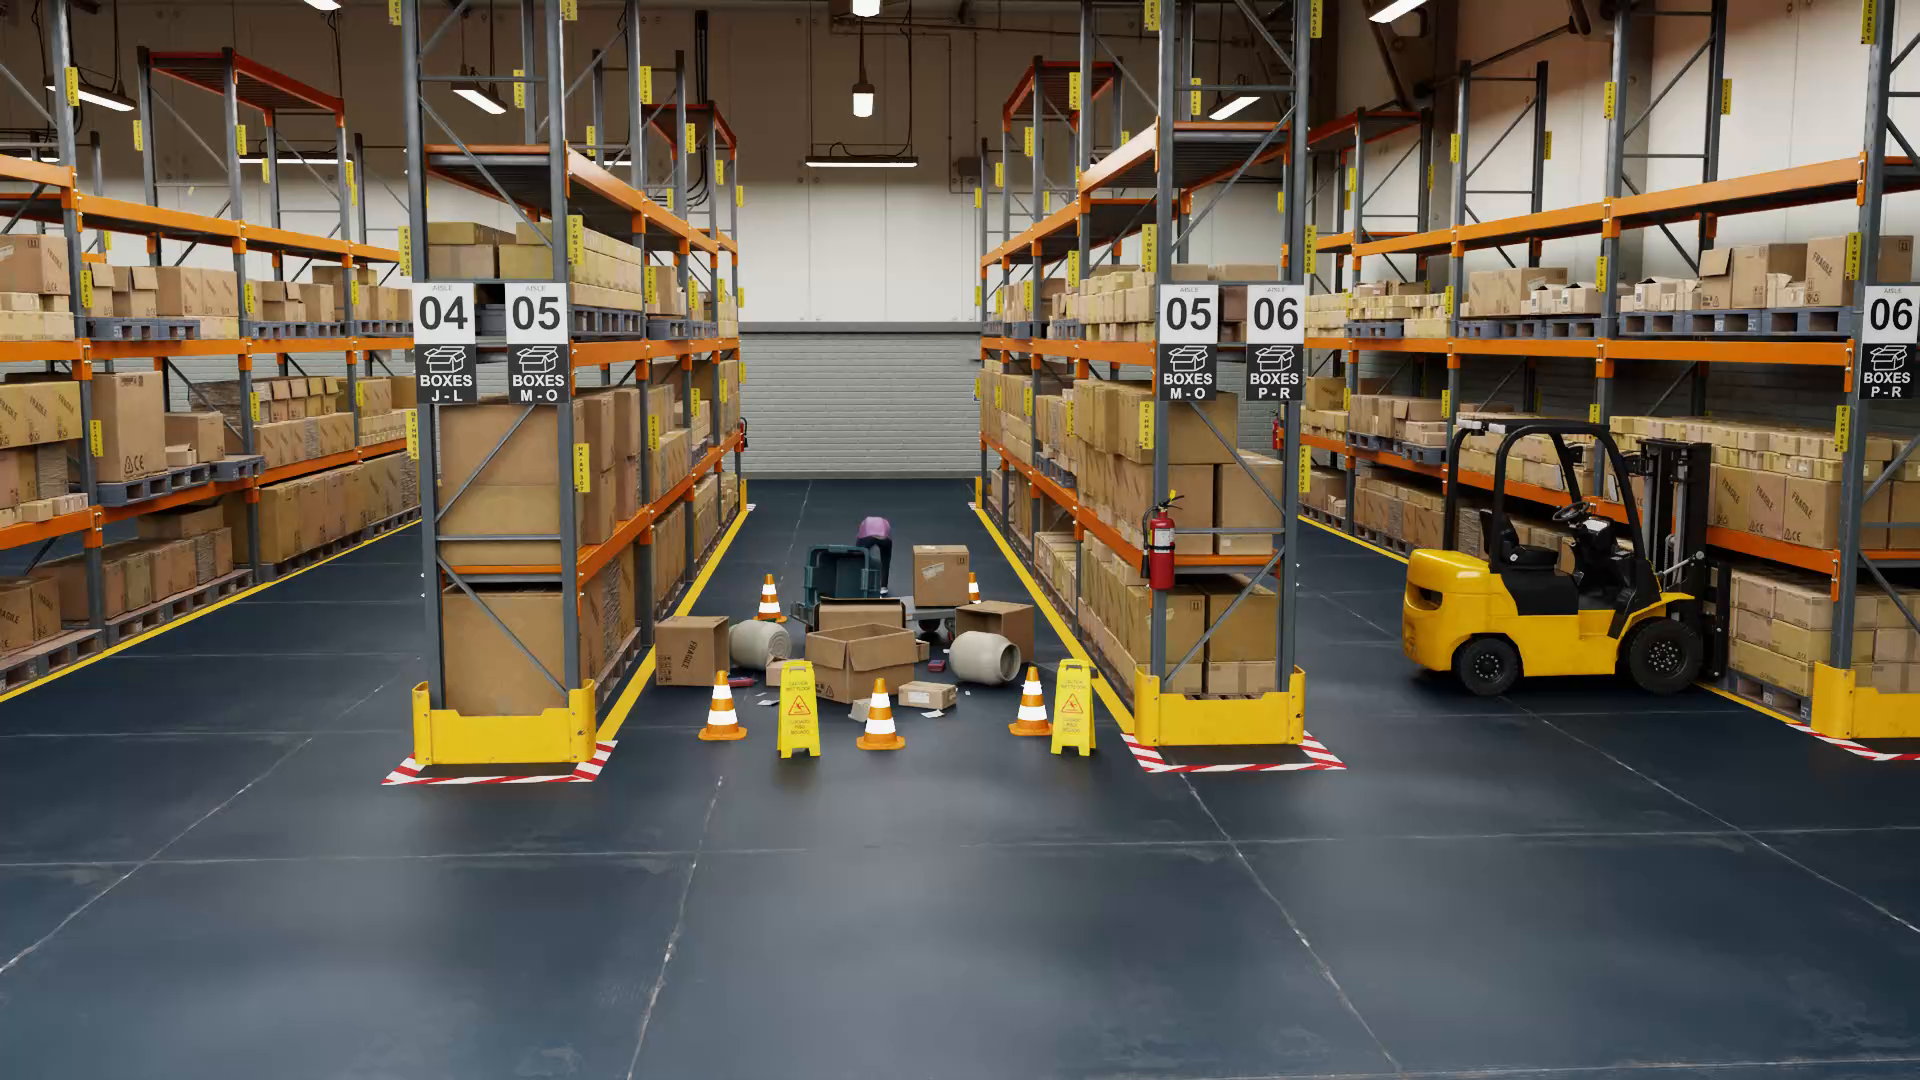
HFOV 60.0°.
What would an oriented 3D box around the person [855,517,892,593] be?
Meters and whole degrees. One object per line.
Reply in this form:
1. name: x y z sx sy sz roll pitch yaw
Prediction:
1. person: -0.972 0.152 18.560 0.423 0.860 0.853 -1 7 -6
